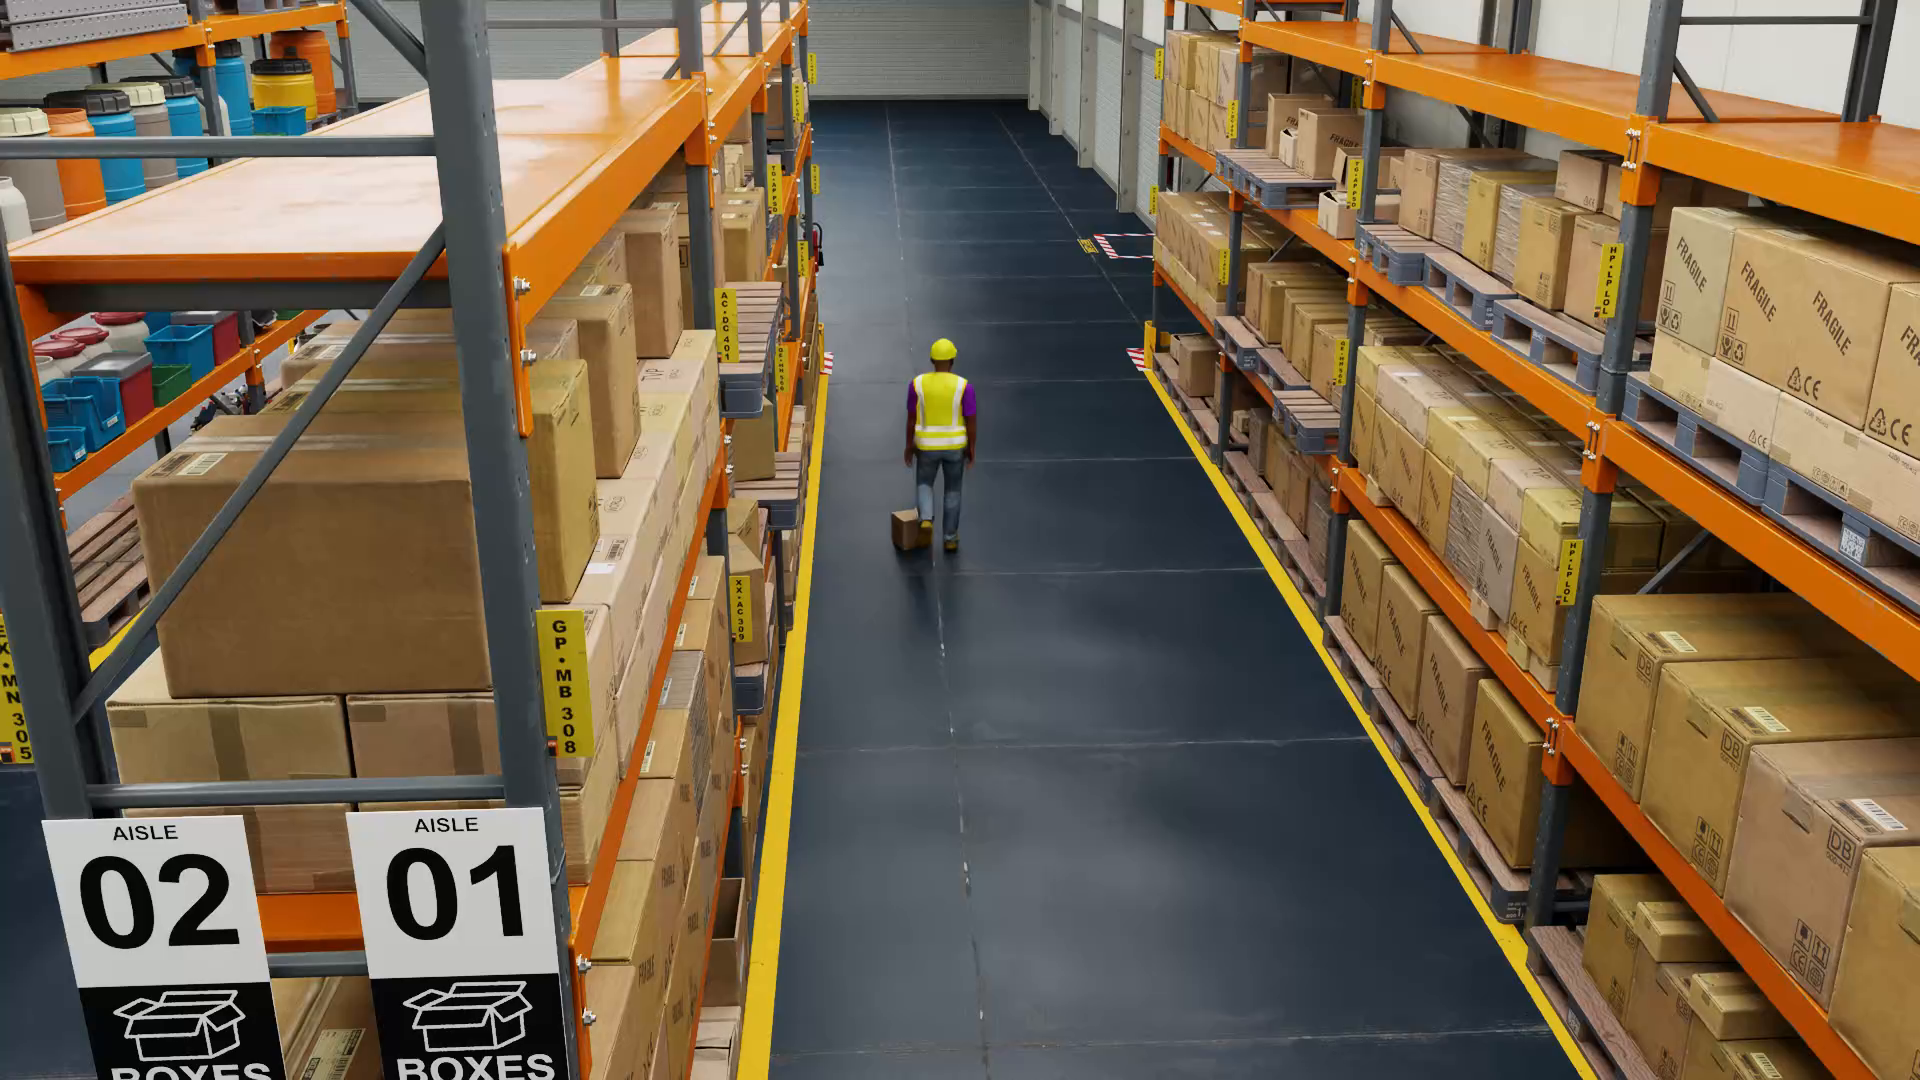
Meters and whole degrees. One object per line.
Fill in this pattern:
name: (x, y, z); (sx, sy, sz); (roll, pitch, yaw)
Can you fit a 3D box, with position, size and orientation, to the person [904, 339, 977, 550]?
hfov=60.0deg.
person: (-0.165, -0.742, 13.500); (0.597, 1.752, 0.615); (2, 20, 4)
